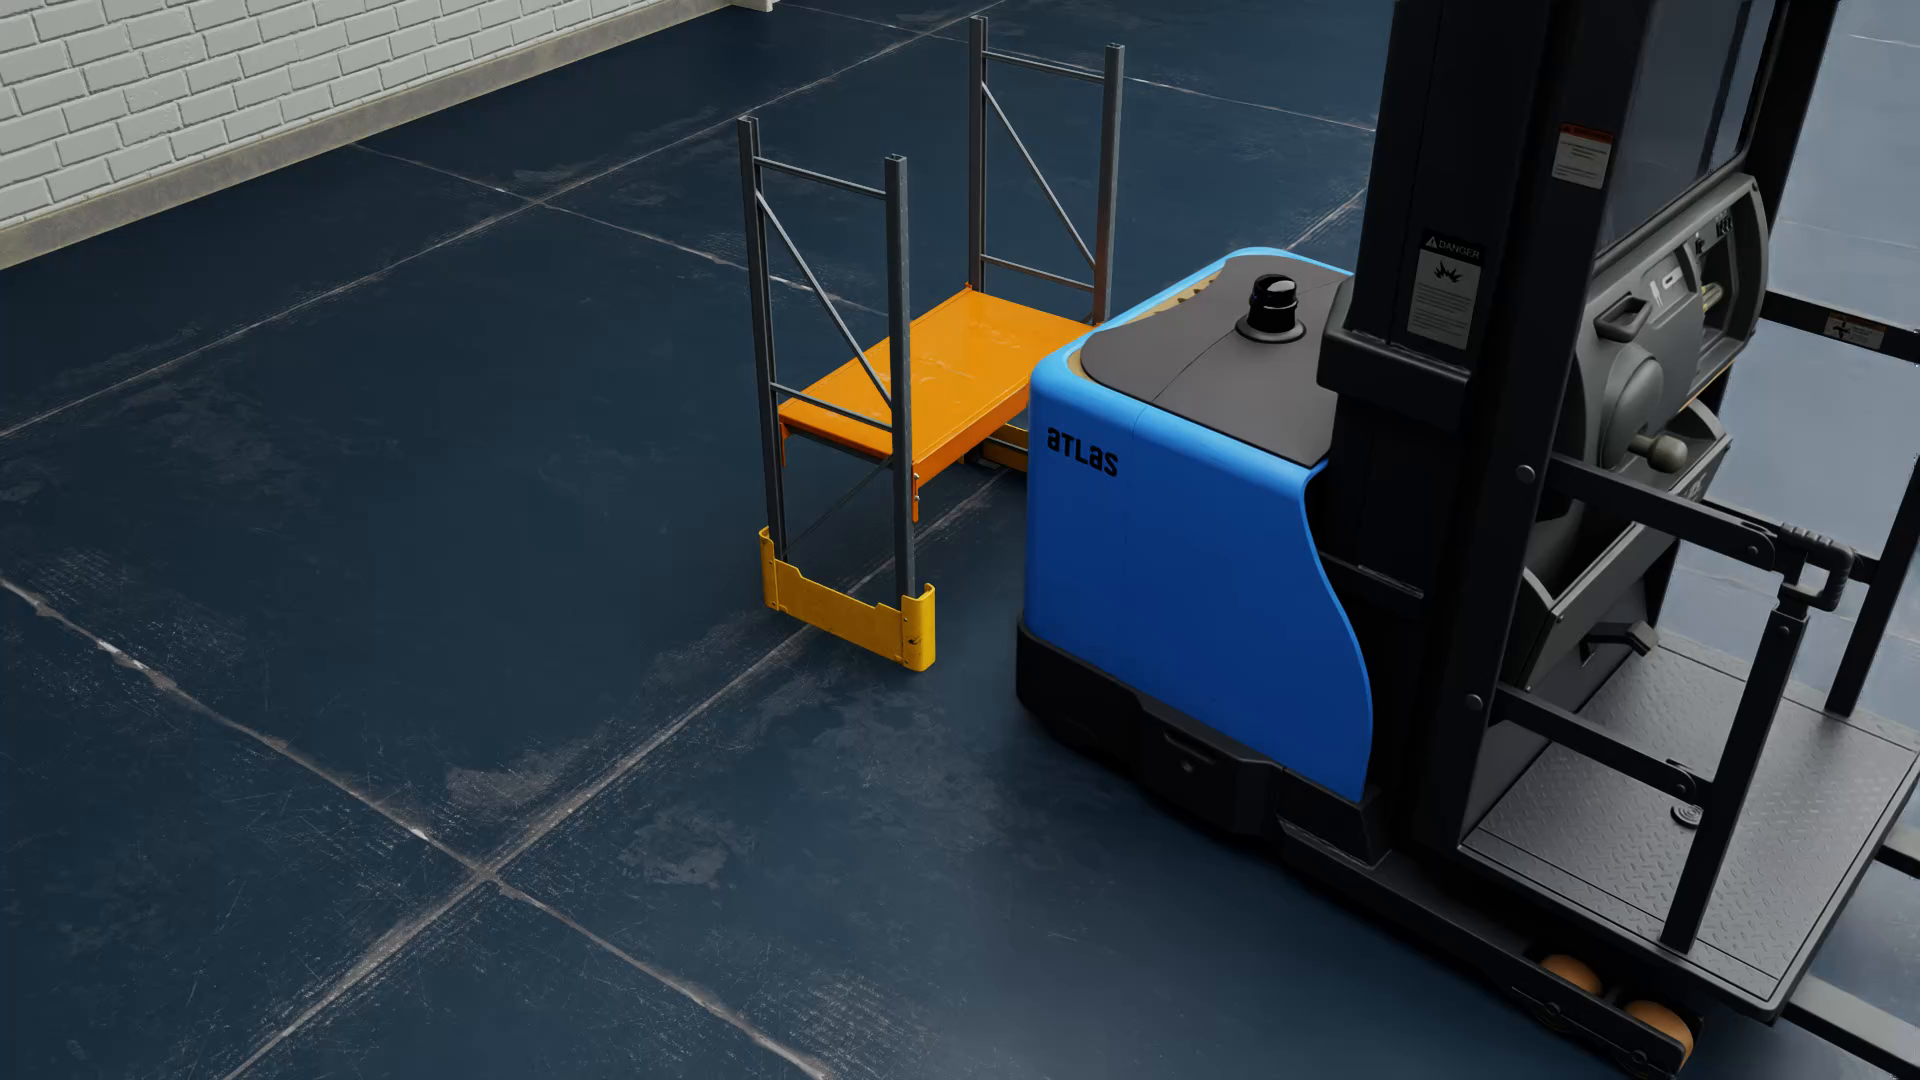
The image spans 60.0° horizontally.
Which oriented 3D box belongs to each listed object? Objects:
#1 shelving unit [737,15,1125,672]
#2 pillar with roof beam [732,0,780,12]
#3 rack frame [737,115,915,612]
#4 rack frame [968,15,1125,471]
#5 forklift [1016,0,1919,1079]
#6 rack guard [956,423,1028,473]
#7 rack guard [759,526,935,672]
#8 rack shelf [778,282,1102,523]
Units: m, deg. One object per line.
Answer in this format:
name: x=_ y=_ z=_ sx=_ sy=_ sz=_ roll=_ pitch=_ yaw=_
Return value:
shelving unit: x=-0.043 y=-0.586 z=4.778 sx=0.587 sy=1.500 sz=1.083 roll=21 pitch=39 yaw=28
pillar with roof beam: x=2.373 y=-5.635 z=5.550 sx=9.100 sy=9.000 sz=0.400 roll=21 pitch=39 yaw=28
rack frame: x=-0.338 y=-0.348 z=4.426 sx=0.500 sy=1.500 sz=0.032 roll=21 pitch=39 yaw=28
rack frame: x=0.241 y=-0.816 z=5.118 sx=0.500 sy=1.500 sz=0.032 roll=21 pitch=39 yaw=28
forklift: x=1.588 y=-0.398 z=3.222 sx=3.031 sy=2.935 sz=1.130 roll=26 pitch=42 yaw=33
rack guard: x=0.241 y=-0.298 z=5.467 sx=0.587 sy=0.250 sz=0.087 roll=21 pitch=39 yaw=28
rack guard: x=-0.327 y=0.161 z=4.789 sx=0.587 sy=0.250 sz=0.087 roll=21 pitch=39 yaw=28
rack shelf: x=-0.049 y=-0.433 z=4.873 sx=0.538 sy=0.185 sz=1.000 roll=21 pitch=39 yaw=28
